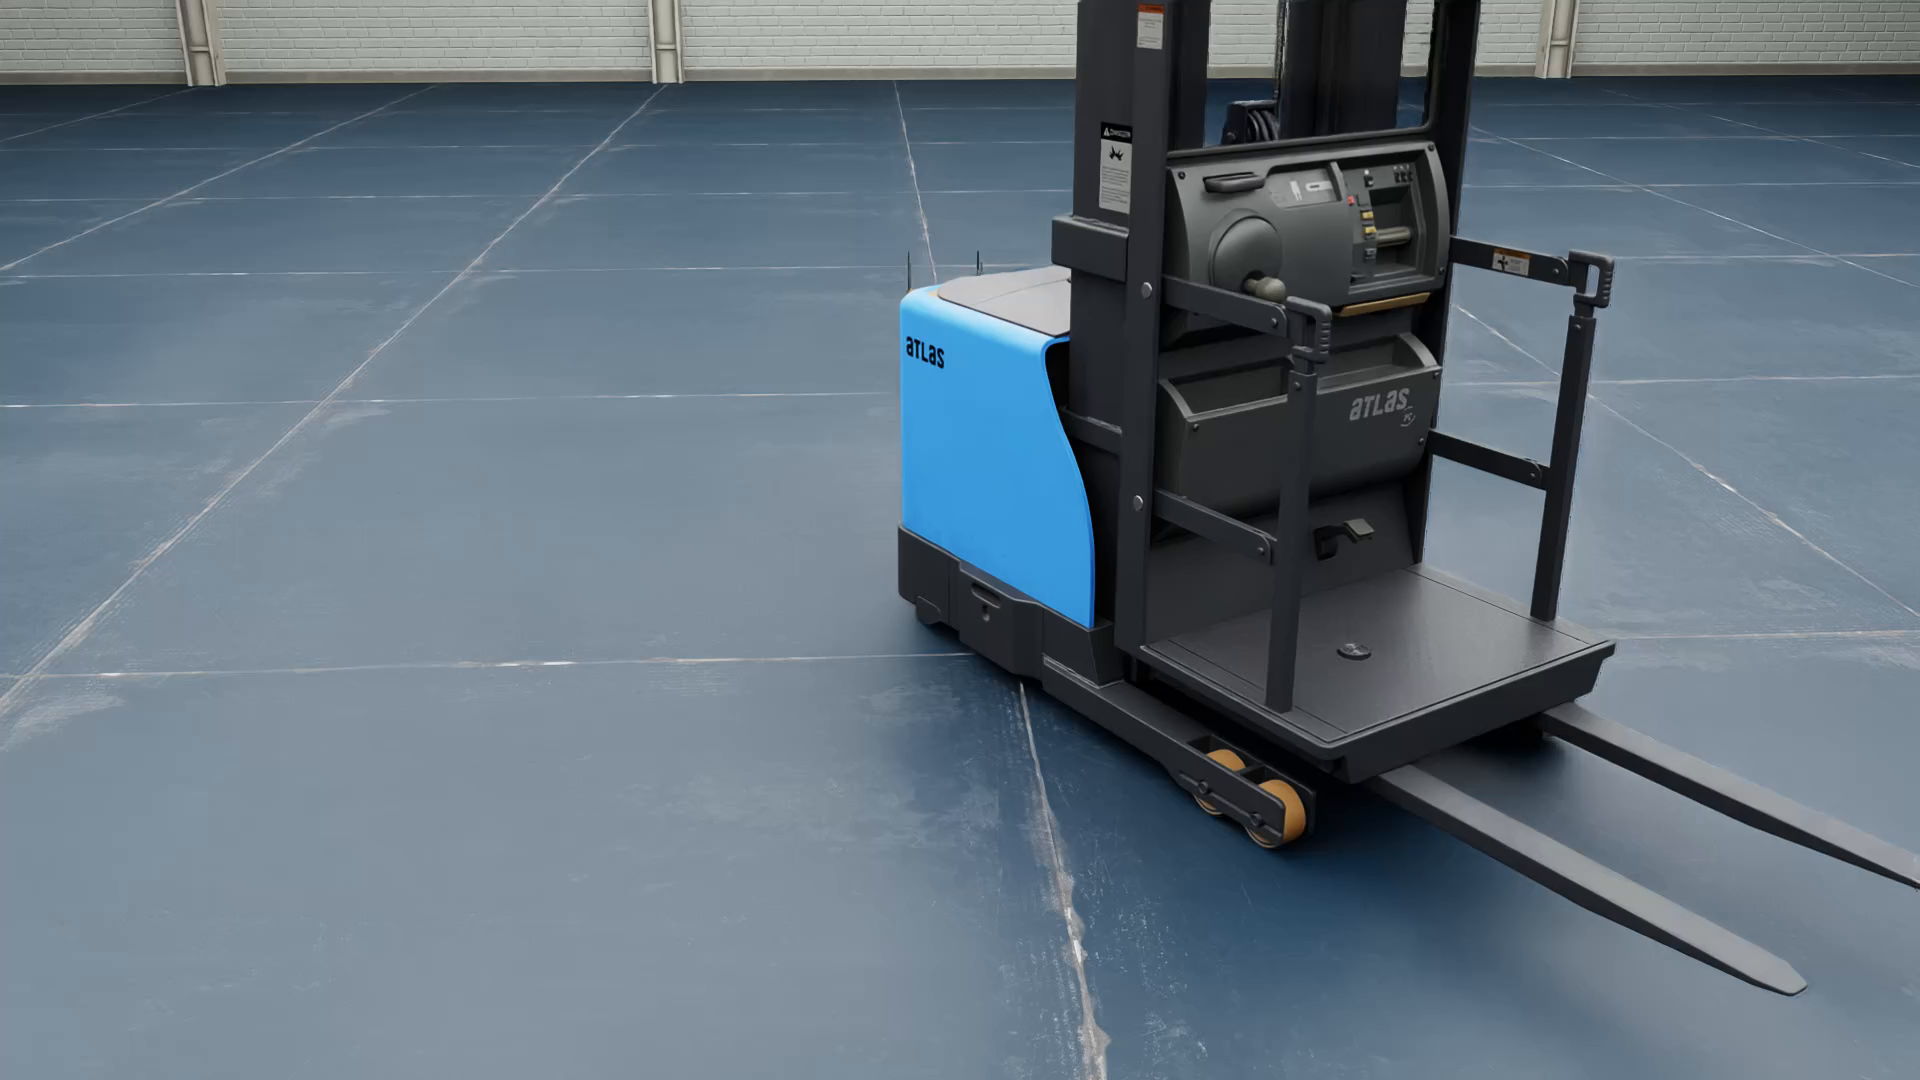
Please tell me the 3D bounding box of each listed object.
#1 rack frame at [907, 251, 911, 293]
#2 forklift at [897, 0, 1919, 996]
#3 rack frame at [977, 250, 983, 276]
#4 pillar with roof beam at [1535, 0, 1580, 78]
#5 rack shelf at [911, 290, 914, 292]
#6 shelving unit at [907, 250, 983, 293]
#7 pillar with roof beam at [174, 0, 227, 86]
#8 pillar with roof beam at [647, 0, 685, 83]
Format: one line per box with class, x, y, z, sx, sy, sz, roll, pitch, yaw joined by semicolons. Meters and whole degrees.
rack frame;-0.175;-0.487;5.925;0.008;1.050;0.200;-1;21;-3
forklift;1.034;-0.800;4.104;1.130;2.935;3.031;-13;25;-31
rack frame;0.068;-0.492;5.938;0.008;1.050;0.200;-1;21;-3
pillar with roof beam;8.353;-9.013;17.148;0.400;9.000;9.100;-1;21;-3
rack shelf;-0.053;-0.745;5.834;0.240;0.259;0.215;-1;21;-3
shelving unit;-0.053;-0.490;5.931;0.252;1.050;0.215;-1;21;-3
pillar with roof beam;-9.618;-8.648;16.187;0.400;9.000;9.100;-1;21;-3
pillar with roof beam;-3.627;-8.769;16.507;0.400;9.000;9.100;-1;21;-3
